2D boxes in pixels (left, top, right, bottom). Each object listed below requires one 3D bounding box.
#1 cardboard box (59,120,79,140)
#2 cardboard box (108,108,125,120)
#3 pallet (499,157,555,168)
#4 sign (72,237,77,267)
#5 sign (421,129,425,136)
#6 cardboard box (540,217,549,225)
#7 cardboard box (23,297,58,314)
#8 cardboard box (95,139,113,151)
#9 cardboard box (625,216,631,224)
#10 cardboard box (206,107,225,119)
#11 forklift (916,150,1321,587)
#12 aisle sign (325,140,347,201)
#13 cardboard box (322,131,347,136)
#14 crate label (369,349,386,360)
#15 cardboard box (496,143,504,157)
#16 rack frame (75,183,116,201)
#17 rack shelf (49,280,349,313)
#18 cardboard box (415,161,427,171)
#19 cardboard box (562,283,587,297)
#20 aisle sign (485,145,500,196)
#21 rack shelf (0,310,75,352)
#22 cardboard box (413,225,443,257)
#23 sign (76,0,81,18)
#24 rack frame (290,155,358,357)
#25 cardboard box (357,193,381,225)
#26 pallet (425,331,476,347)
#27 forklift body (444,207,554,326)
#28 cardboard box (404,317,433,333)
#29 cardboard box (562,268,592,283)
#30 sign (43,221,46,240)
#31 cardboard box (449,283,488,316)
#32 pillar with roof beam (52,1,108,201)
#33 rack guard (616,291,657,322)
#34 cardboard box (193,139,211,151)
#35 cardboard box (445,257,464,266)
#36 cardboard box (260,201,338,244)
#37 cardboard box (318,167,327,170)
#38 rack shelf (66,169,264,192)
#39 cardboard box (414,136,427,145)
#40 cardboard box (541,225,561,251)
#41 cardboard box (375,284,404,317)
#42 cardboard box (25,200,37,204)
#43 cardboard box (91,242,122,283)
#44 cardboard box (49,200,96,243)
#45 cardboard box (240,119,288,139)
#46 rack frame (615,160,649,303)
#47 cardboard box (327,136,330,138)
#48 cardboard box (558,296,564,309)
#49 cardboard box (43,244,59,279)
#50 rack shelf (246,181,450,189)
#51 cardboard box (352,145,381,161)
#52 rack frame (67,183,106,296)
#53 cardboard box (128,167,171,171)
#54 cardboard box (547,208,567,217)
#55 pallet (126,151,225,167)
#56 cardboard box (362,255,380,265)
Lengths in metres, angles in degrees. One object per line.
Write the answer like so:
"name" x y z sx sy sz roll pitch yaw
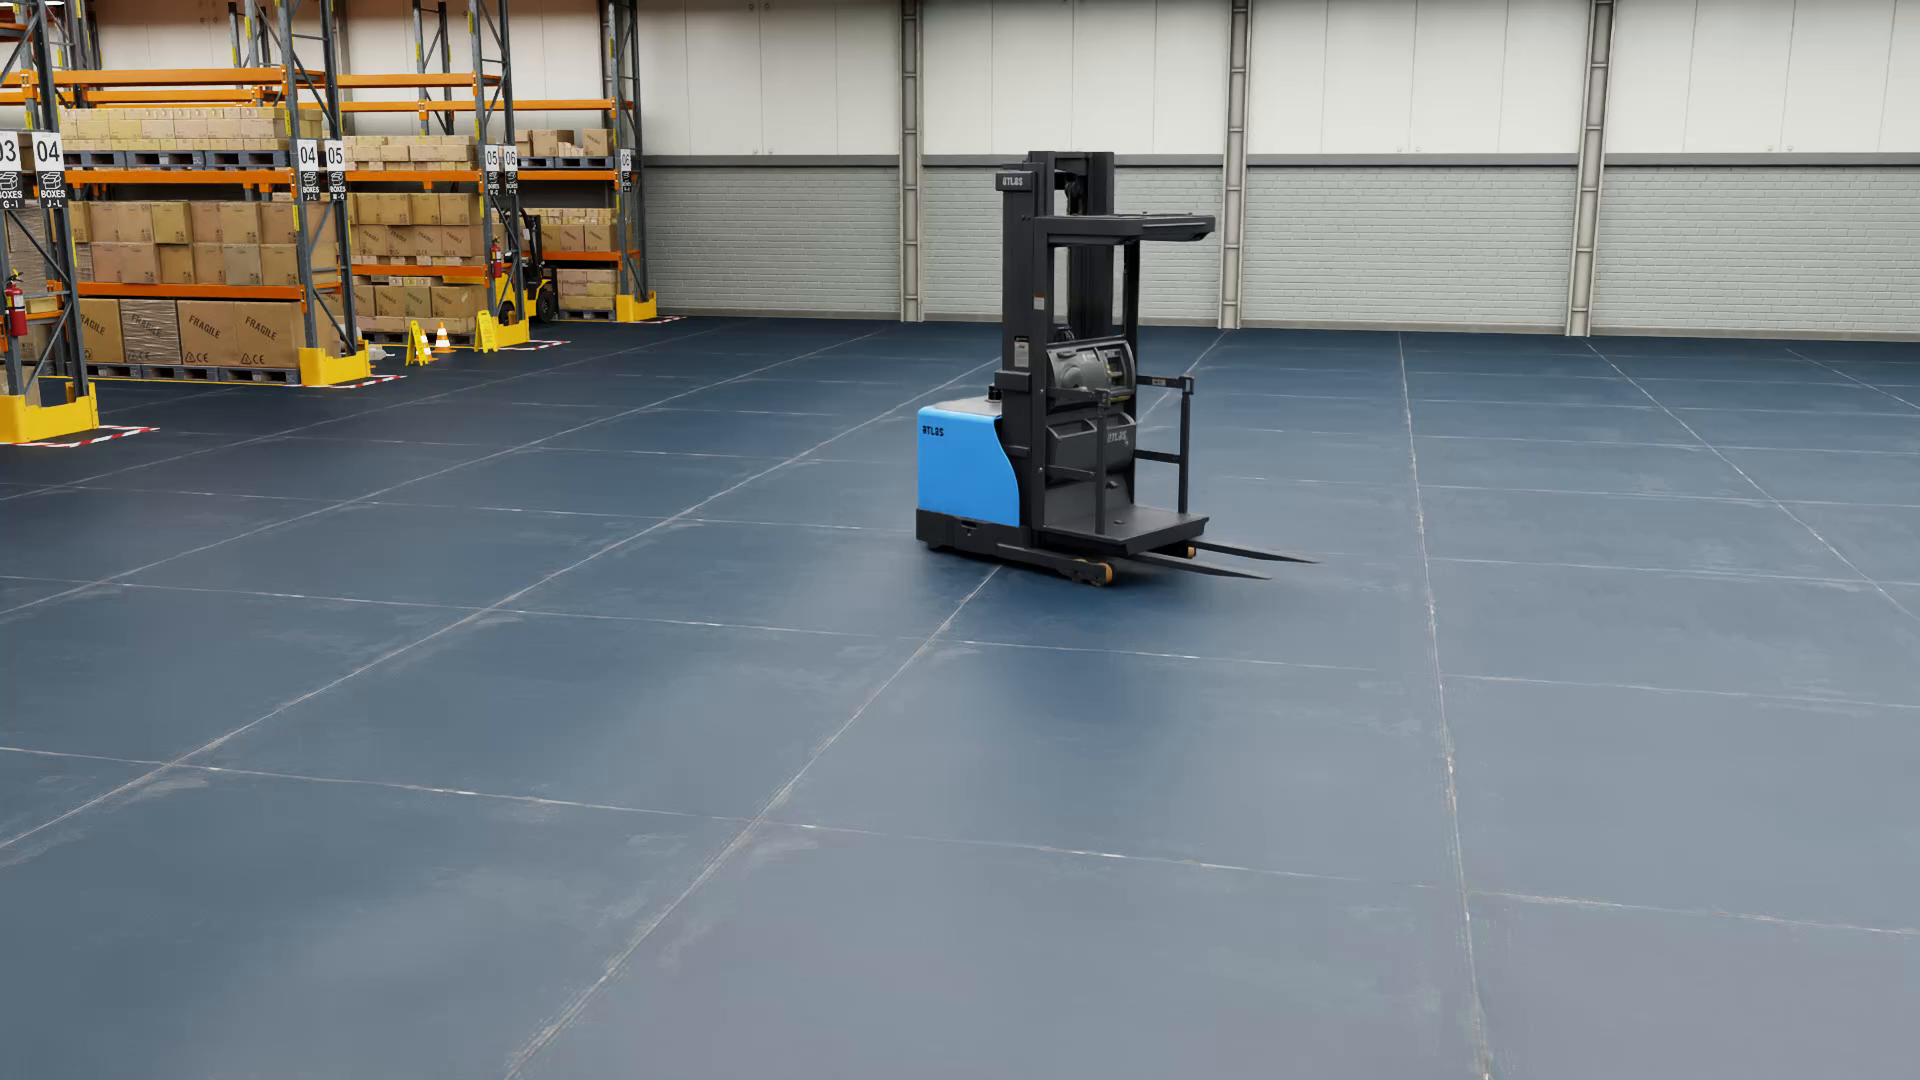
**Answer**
"cardboard box" -12.018 -5.560 22.575 0.500 0.250 0.500 3 13 14
"cardboard box" -11.164 -5.696 22.267 0.250 0.149 0.380 3 13 14
"pallet" -8.137 -7.262 31.995 1.213 0.211 1.003 3 13 14
"sign" -9.699 -3.145 18.159 0.005 0.325 0.100 3 13 14
"sign" -10.273 -7.700 31.841 0.005 0.325 0.100 3 13 14
"cardboard box" -7.924 -6.122 31.848 0.250 0.149 0.380 3 13 14
"cardboard box" -10.048 -2.550 18.058 0.250 0.149 0.380 3 13 14
"cardboard box" -11.417 -5.319 22.413 0.250 0.149 0.380 3 13 13
"cardboard box" -6.536 -6.174 32.081 0.250 0.149 0.380 3 13 12
"cardboard box" -9.693 -5.617 21.912 0.250 0.149 0.380 3 13 14
"forklift" 1.097 -1.237 11.718 3.031 2.935 1.130 11 17 41
"aisle sign" -8.402 -4.975 22.402 0.004 0.787 0.394 3 13 14
"cardboard box" -12.403 -7.777 32.678 0.500 0.500 0.500 3 13 15
"crate label" -8.895 -2.822 25.313 0.298 0.136 0.250 -4 13 -16
"cardboard box" -8.784 -7.455 31.771 0.258 0.266 0.396 3 13 12
"rack frame" -17.919 -6.359 34.644 0.127 3.000 1.000 3 13 14
"rack shelf" -10.484 -3.399 22.962 4.000 0.370 1.077 3 13 14
"cardboard box" -8.597 -6.048 26.896 0.250 0.149 0.380 3 13 14
"cardboard box" -7.301 -4.831 31.980 0.500 0.250 0.500 3 13 13
"aisle sign" -7.464 -5.897 26.561 0.004 0.787 0.394 3 13 14
"rack shelf" -11.771 -2.361 18.284 4.000 0.370 1.077 3 13 14
"cardboard box" -8.533 -4.883 27.076 0.500 0.500 0.500 3 13 14
"sign" -12.269 -7.431 23.104 0.005 0.325 0.100 3 13 14
"rack frame" -8.542 -3.646 22.416 0.127 3.000 1.000 3 13 14
"cardboard box" -9.463 -5.443 27.288 0.500 0.500 0.700 3 13 13
"pallet" -8.309 -3.384 27.675 1.213 0.211 1.003 3 13 14
"forklift body" -8.547 -5.037 30.643 1.214 2.155 2.313 3 13 14
"cardboard box" -8.805 -3.569 27.447 0.500 0.250 0.500 3 13 14
"cardboard box" -7.288 -5.071 31.907 0.500 0.250 0.500 3 13 15
"sign" -12.546 -4.266 22.718 0.005 0.325 0.100 3 13 14
"cardboard box" -8.195 -4.022 27.758 0.500 0.500 0.500 3 13 12
"pillar with roof beam" -19.411 -8.608 30.931 0.548 9.000 9.100 3 13 14
"rack guard" -6.246 -4.515 32.102 0.348 0.500 1.175 3 13 14
"cardboard box" -9.935 -5.240 22.057 0.250 0.149 0.380 3 13 13
"cardboard box" -8.141 -4.534 26.997 0.250 0.149 0.380 3 13 13
"cardboard box" -8.893 -4.274 22.406 0.550 0.550 0.875 3 13 14
"cardboard box" -10.353 -6.137 27.300 0.250 0.149 0.380 3 13 15
"rack shelf" -13.280 -6.117 28.288 4.000 0.370 1.077 3 13 14
"cardboard box" -8.581 -6.433 26.794 0.250 0.149 0.380 3 13 14
"cardboard box" -7.809 -5.811 31.942 0.500 0.500 0.500 3 13 12
"cardboard box" -9.291 -3.962 27.486 0.500 0.500 0.500 3 13 12
"cardboard box" -15.786 -5.616 28.757 0.500 0.500 0.500 3 13 12
"cardboard box" -11.525 -3.886 23.153 0.550 0.550 0.875 3 13 14
"cardboard box" -12.076 -4.428 23.100 0.550 0.550 0.875 3 13 14
"cardboard box" -9.085 -5.403 21.869 0.500 0.250 0.500 3 13 14
"rack frame" -6.269 -5.736 31.837 0.127 3.000 1.000 3 13 14
"cardboard box" -10.095 -6.501 27.100 0.250 0.149 0.380 3 13 12
"cardboard box" -7.765 -4.612 32.151 0.500 0.250 0.500 3 13 14
"cardboard box" -12.997 -3.873 23.210 0.500 0.500 0.500 3 13 13
"rack shelf" -12.094 -7.161 32.993 4.000 0.370 1.077 3 13 14
"cardboard box" -9.500 -6.276 27.006 0.500 0.250 0.500 3 13 14
"rack frame" -15.222 -5.107 29.003 0.127 3.000 1.000 3 13 14
"cardboard box" -13.734 -6.549 28.337 0.637 0.503 0.797 3 13 14
"cardboard box" -7.678 -6.254 31.756 0.250 0.149 0.380 3 13 15
"pallet" -10.453 -5.166 22.548 1.213 0.211 1.003 3 13 14
"cardboard box" -9.618 -4.618 27.376 0.250 0.149 0.380 3 13 13
